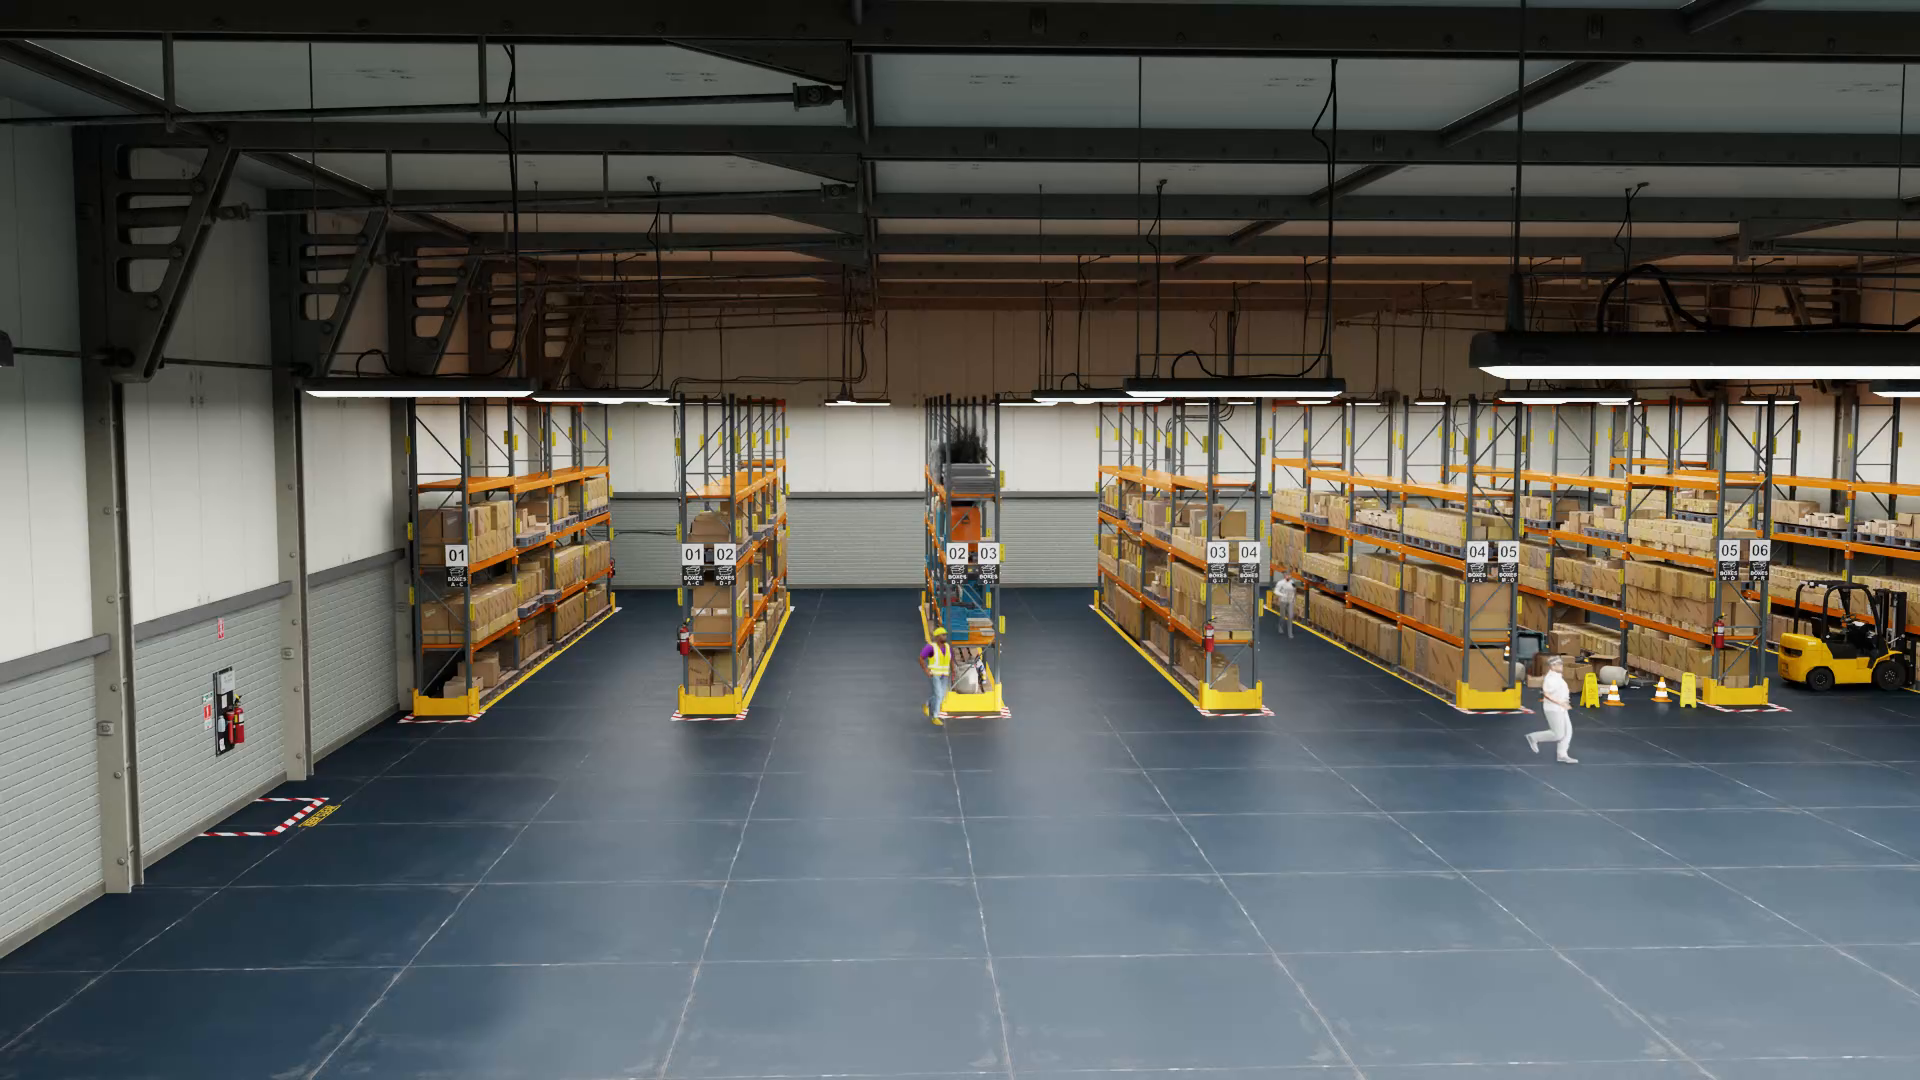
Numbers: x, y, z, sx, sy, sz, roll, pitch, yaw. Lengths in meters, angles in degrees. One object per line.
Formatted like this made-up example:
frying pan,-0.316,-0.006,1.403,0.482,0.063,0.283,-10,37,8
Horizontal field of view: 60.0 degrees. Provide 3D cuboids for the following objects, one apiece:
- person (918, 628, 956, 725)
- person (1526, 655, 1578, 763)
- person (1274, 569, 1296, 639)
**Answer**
person,-0.416,2.469,30.420,0.756,1.728,0.655,-4,6,-40
person,9.621,2.723,26.939,0.798,1.746,0.663,3,5,31
person,8.155,1.581,41.719,0.576,1.714,0.865,0,5,-5
